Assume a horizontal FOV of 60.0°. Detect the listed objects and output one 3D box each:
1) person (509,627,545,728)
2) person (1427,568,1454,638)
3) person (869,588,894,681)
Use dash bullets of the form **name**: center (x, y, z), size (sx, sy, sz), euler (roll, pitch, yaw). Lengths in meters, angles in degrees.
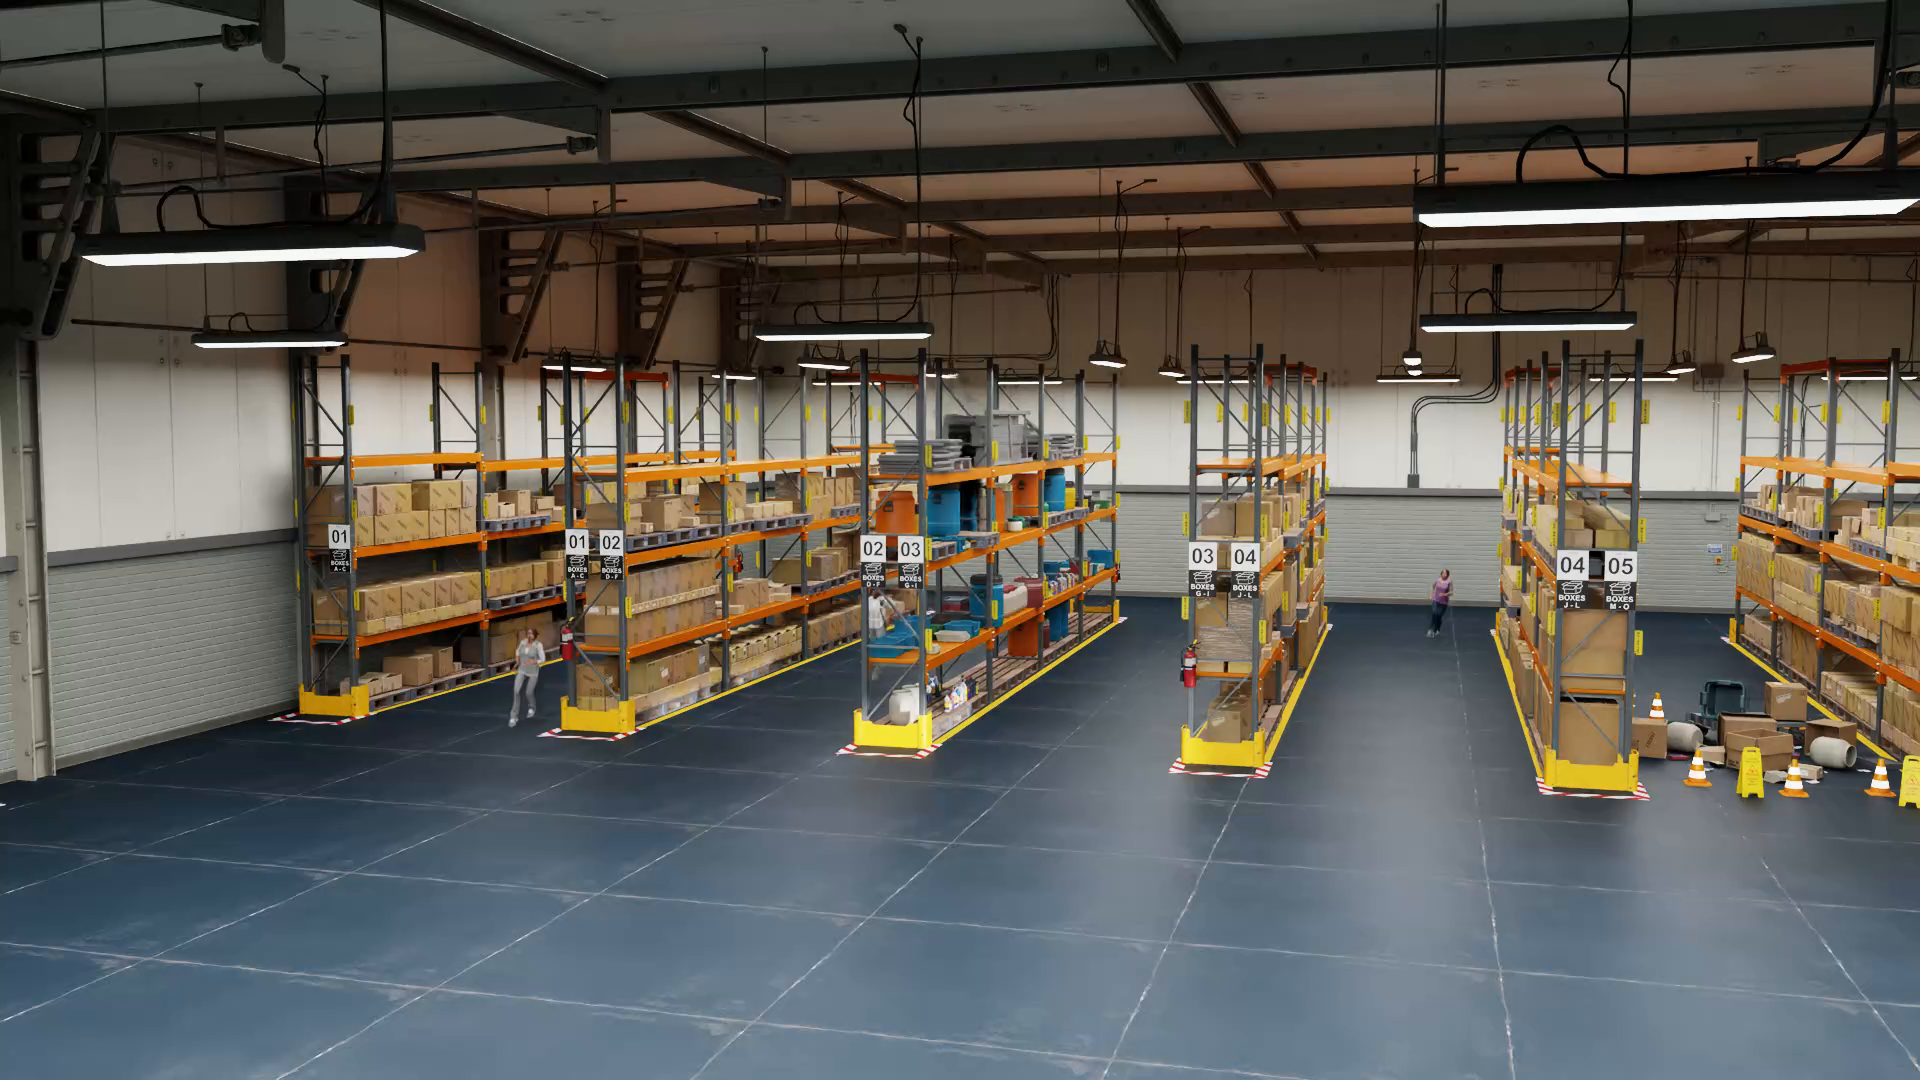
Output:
- **person**: center (-6.985, 2.188, 27.006), size (0.551, 1.589, 0.843), euler (0, 4, 4)
- **person**: center (10.834, 1.460, 37.430), size (0.542, 1.458, 0.638), euler (2, 5, 26)
- **person**: center (-1.509, 1.607, 29.790), size (0.570, 1.733, 0.784), euler (1, 4, 16)
